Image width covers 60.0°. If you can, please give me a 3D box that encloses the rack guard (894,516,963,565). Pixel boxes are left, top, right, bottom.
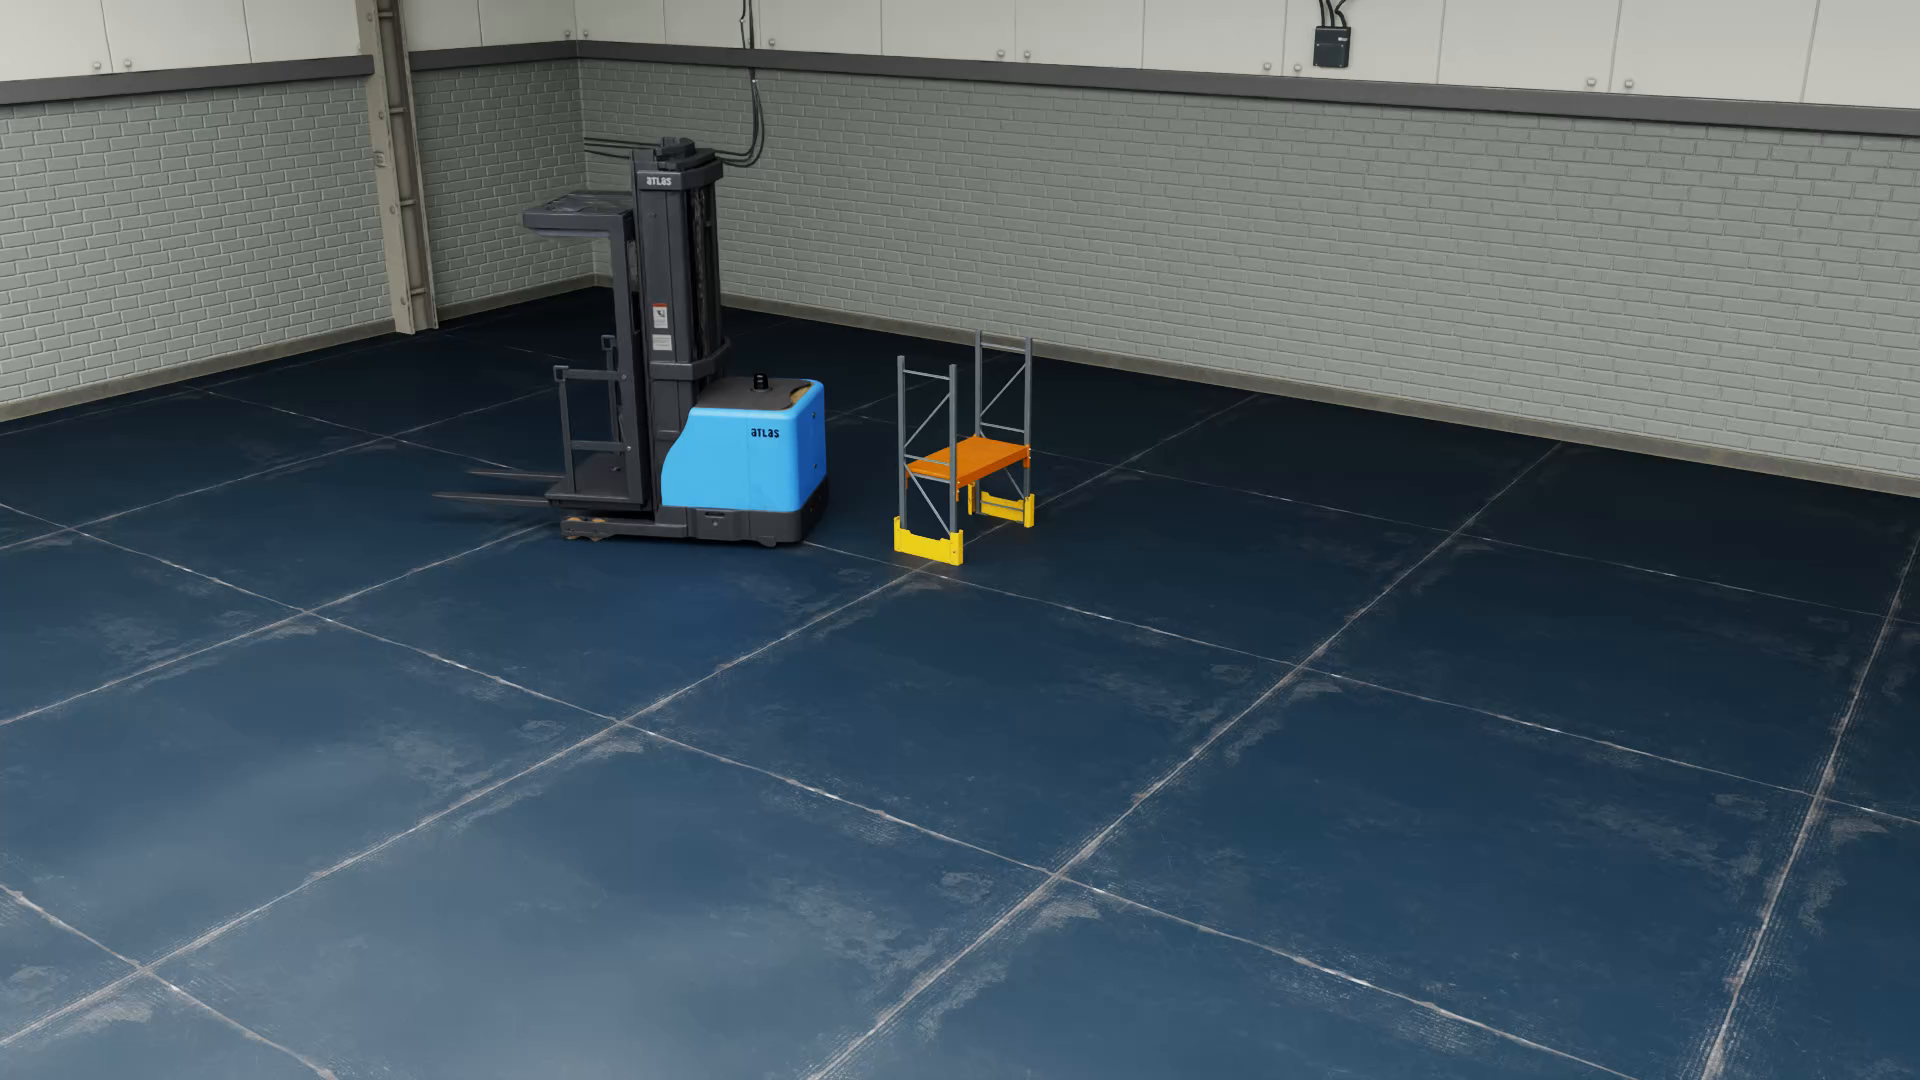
[{"bbox_3d":[-0.237,0.004,12.394,0.587,0.250,0.087,13,24,32],"label":"rack guard"}]

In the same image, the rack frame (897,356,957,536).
[{"bbox_3d":[-0.238,-0.582,12.177,0.500,1.500,0.032,13,24,32],"label":"rack frame"}]

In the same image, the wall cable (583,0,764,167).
[{"bbox_3d":[-3.591,-5.810,19.976,3.097,2.526,0.112,13,24,32],"label":"wall cable"}]

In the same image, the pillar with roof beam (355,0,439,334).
[{"bbox_3d":[-2.781,-5.839,15.579,9.100,9.000,0.400,13,24,32],"label":"pillar with roof beam"}]

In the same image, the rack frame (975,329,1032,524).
[{"bbox_3d":[0.334,-0.874,12.965,0.500,1.500,0.032,13,24,32],"label":"rack frame"}]

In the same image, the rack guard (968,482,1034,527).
[{"bbox_3d":[0.323,-0.282,13.167,0.587,0.250,0.087,13,24,32],"label":"rack guard"}]

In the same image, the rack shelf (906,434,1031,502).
[{"bbox_3d":[0.048,-0.559,12.633,0.538,0.185,1.000,13,24,32],"label":"rack shelf"}]

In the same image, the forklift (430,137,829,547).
[{"bbox_3d":[-2.618,-1.546,12.720,3.031,2.935,1.130,3,21,9],"label":"forklift"}]

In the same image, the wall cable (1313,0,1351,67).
[{"bbox_3d":[4.251,-7.005,13.829,2.305,6.003,0.169,13,24,32],"label":"wall cable"}]

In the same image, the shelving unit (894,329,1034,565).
[{"bbox_3d":[0.043,-0.725,12.564,0.587,1.500,1.083,13,24,32],"label":"shelving unit"}]
